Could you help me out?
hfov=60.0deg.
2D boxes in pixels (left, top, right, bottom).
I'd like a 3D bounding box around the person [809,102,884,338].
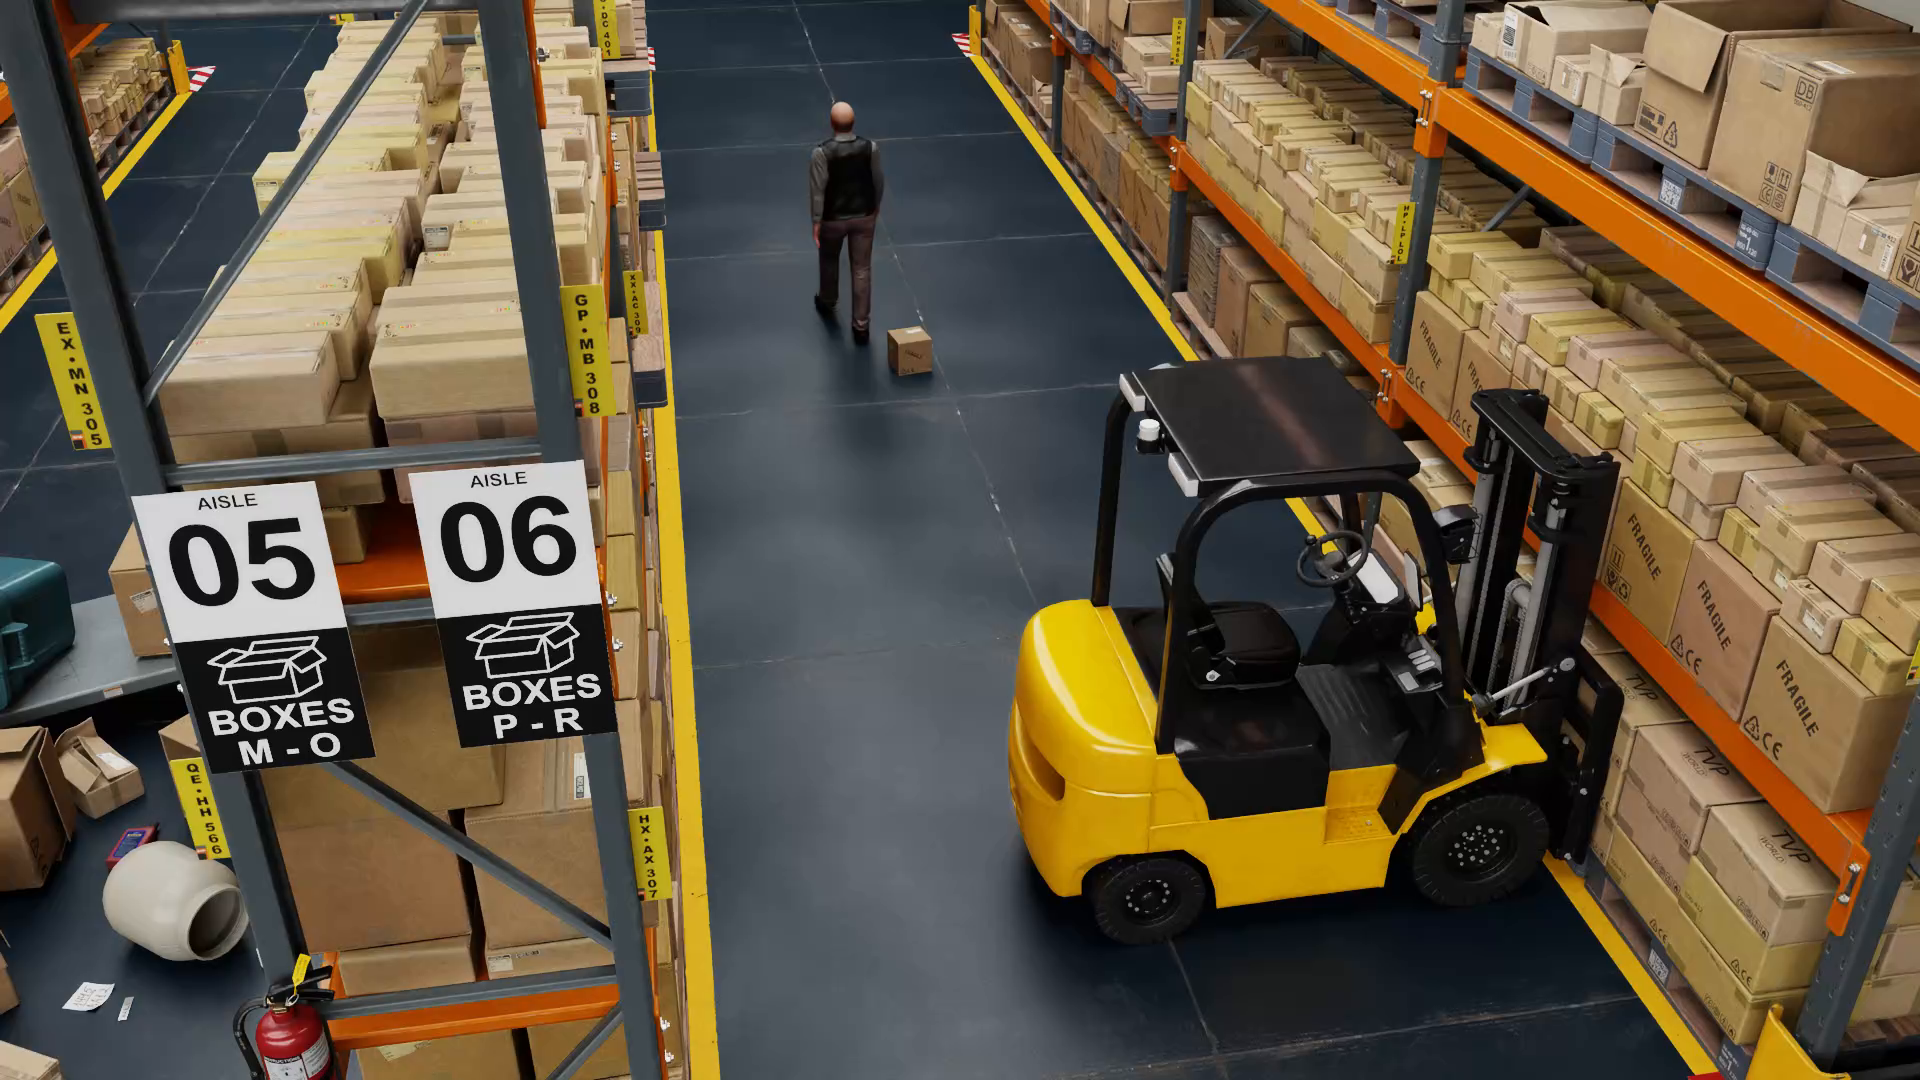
[{"bbox_3d":[-0.841,-2.417,12.233,0.575,1.674,0.962,-7,31,-11],"label":"person"}]
